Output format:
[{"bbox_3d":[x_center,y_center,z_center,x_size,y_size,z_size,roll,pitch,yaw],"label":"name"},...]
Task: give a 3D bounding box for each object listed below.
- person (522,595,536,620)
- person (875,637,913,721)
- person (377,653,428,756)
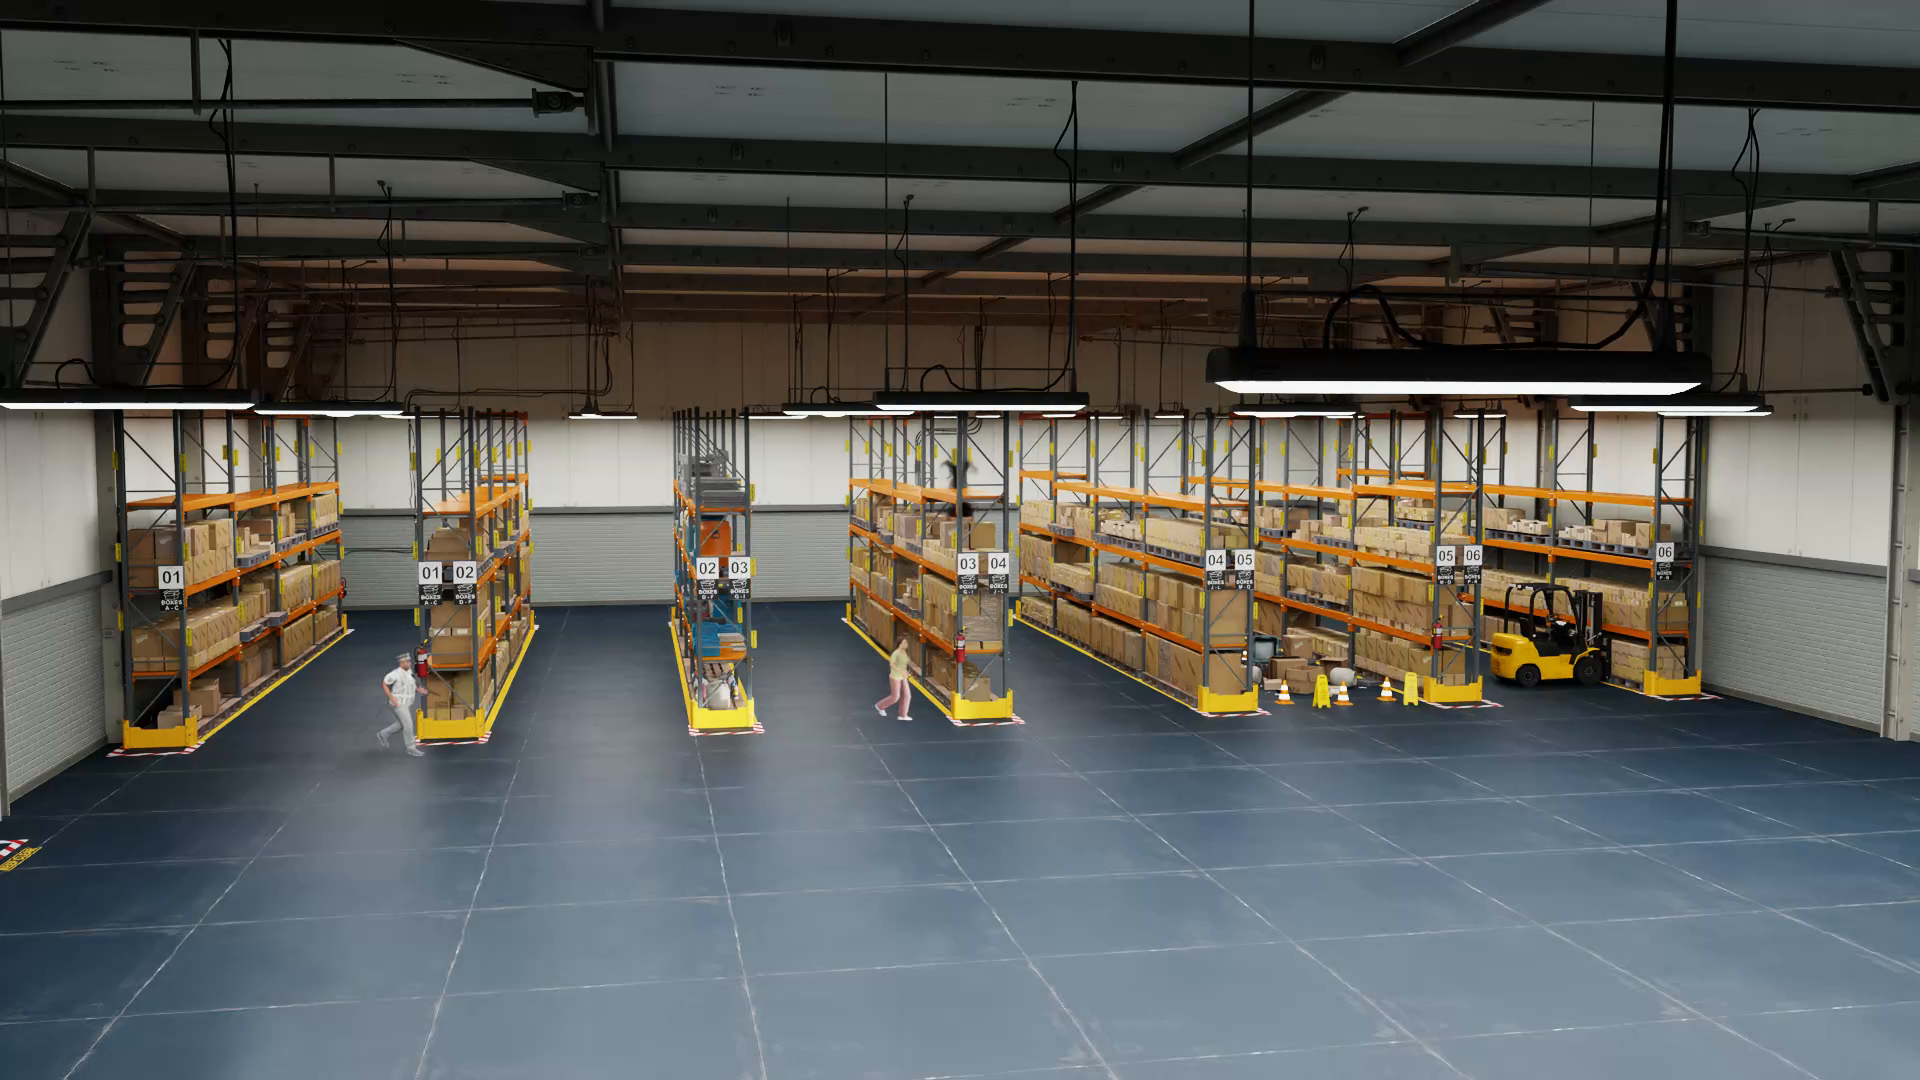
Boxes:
[{"bbox_3d":[-12.754,1.509,47.831,0.941,1.652,0.629,1,4,13],"label":"person"},{"bbox_3d":[-1.266,2.650,31.895,0.813,1.626,0.571,2,5,31],"label":"person"},{"bbox_3d":[-9.664,2.818,28.612,0.952,1.778,0.642,1,4,11],"label":"person"}]
